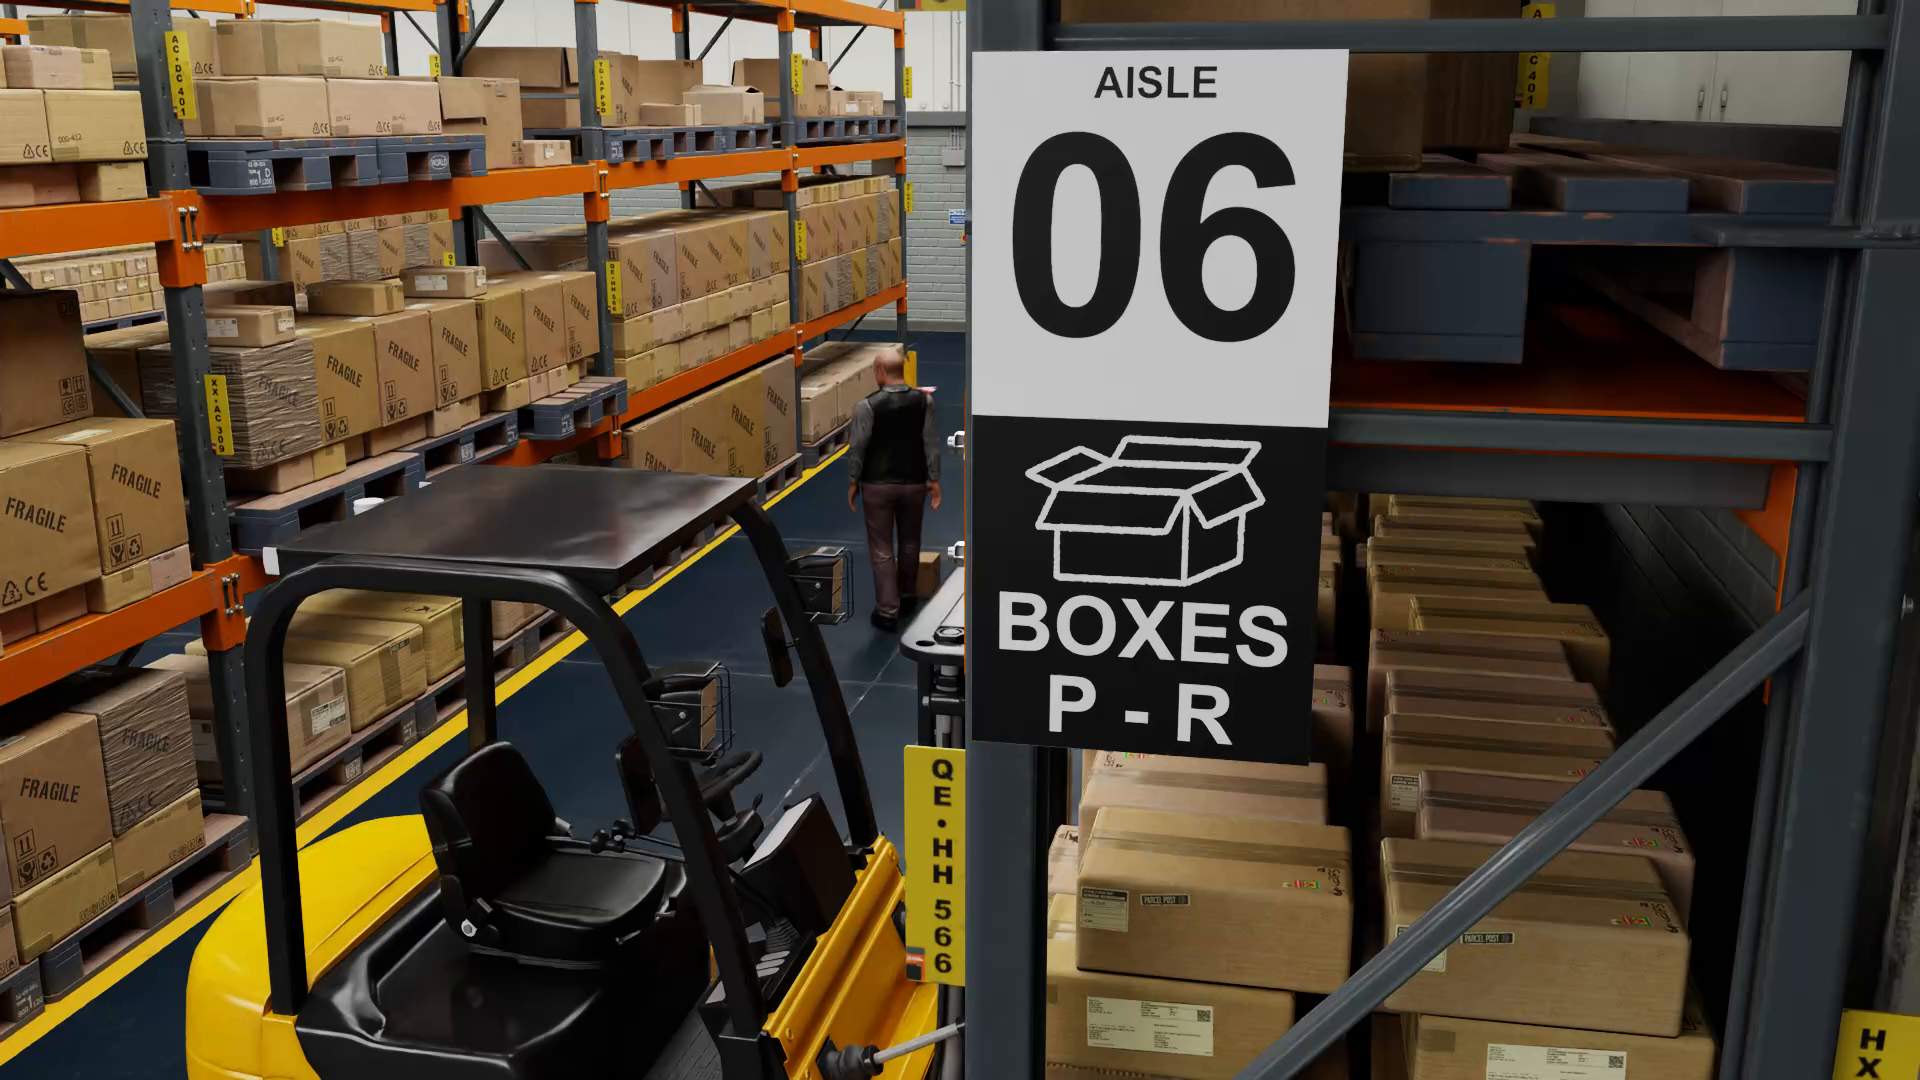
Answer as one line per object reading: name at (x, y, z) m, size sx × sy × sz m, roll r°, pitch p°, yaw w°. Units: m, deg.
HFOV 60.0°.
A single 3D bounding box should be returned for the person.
person at (-0.451, -0.354, 10.370) m, size 0.573 × 1.696 × 0.715 m, roll -5°, pitch 15°, yaw -18°
